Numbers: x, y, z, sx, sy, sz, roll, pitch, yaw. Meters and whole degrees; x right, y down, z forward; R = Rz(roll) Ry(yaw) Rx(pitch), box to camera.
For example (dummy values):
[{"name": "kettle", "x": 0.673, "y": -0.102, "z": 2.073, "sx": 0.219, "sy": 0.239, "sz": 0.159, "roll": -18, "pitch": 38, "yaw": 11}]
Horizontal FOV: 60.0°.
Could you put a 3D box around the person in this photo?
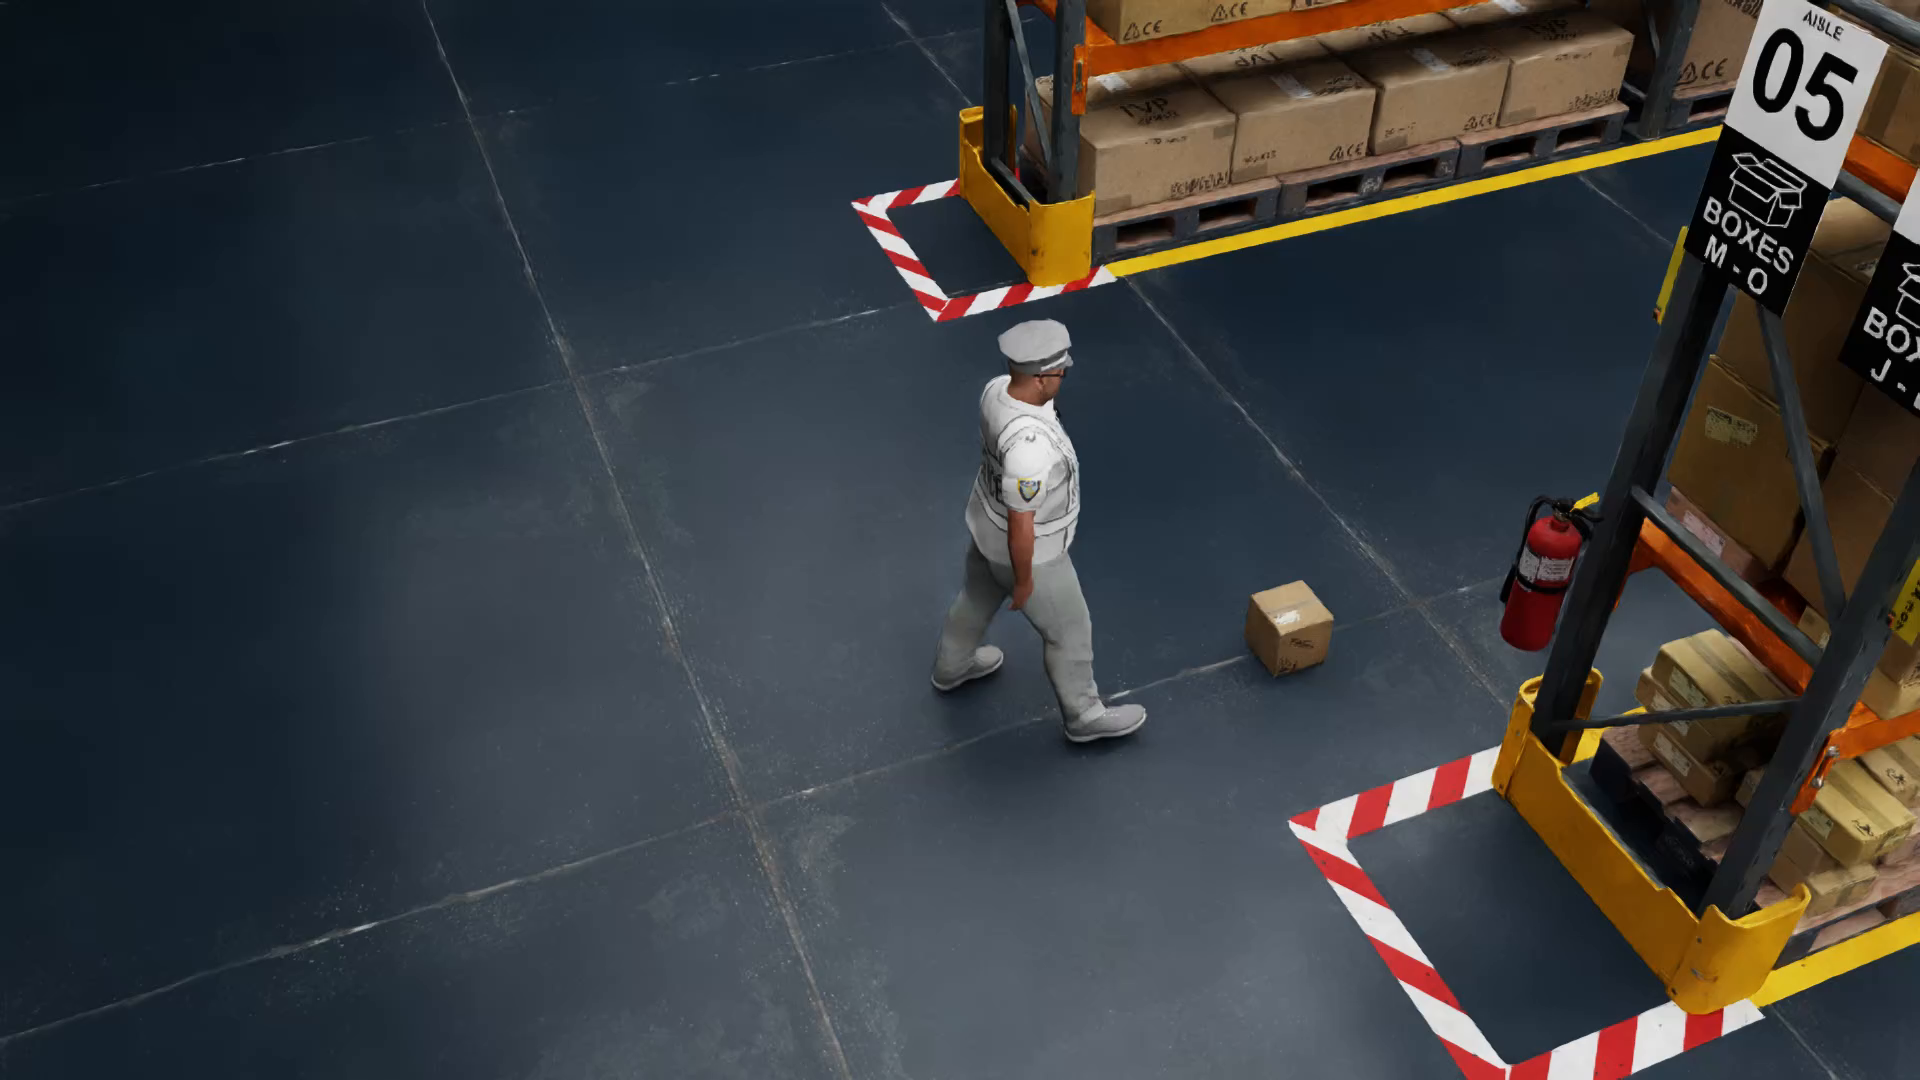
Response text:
[{"name": "person", "x": 0.303, "y": -0.009, "z": 6.157, "sx": 0.749, "sy": 1.713, "sz": 0.660, "roll": -11, "pitch": 43, "yaw": -13}]
